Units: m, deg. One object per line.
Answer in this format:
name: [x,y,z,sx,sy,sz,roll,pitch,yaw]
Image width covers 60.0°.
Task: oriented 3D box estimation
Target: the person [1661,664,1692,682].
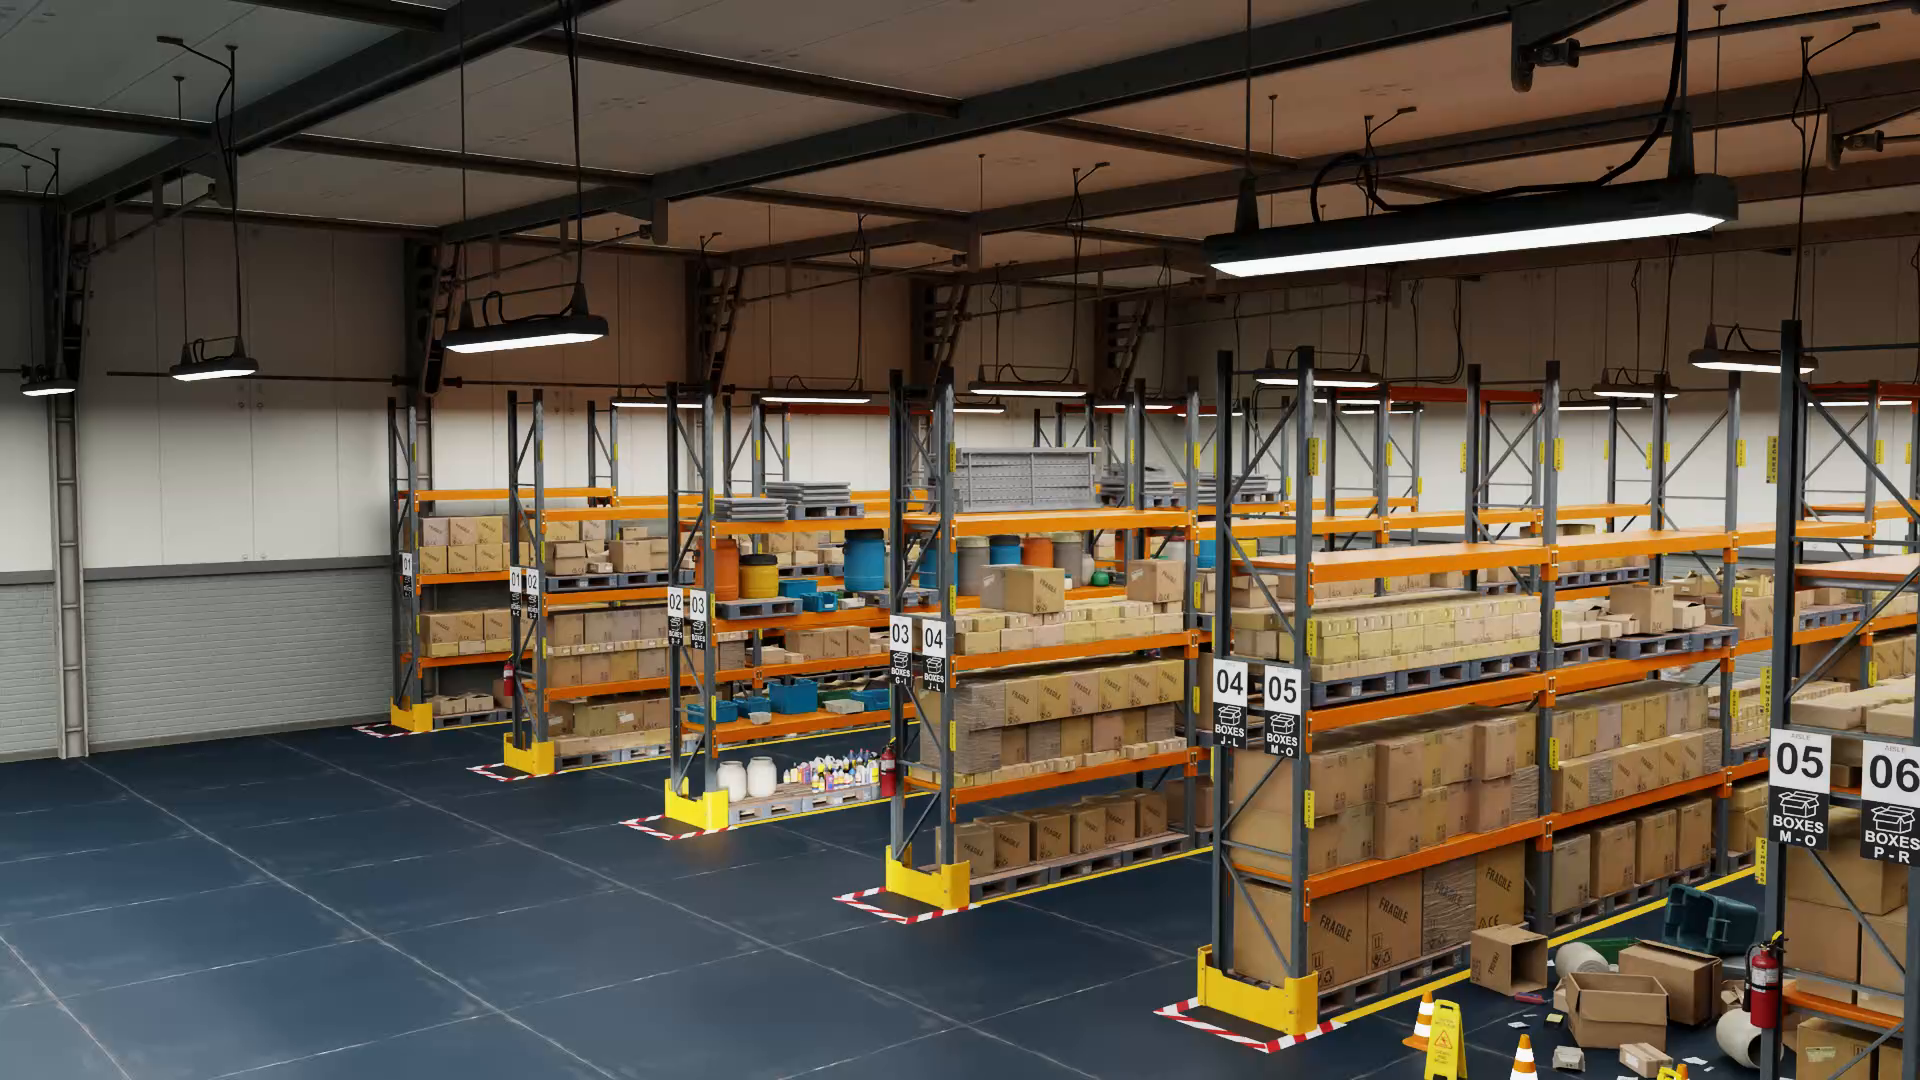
person: [13.211,2.536,30.961,0.782,1.705,0.620,2,4,26]
